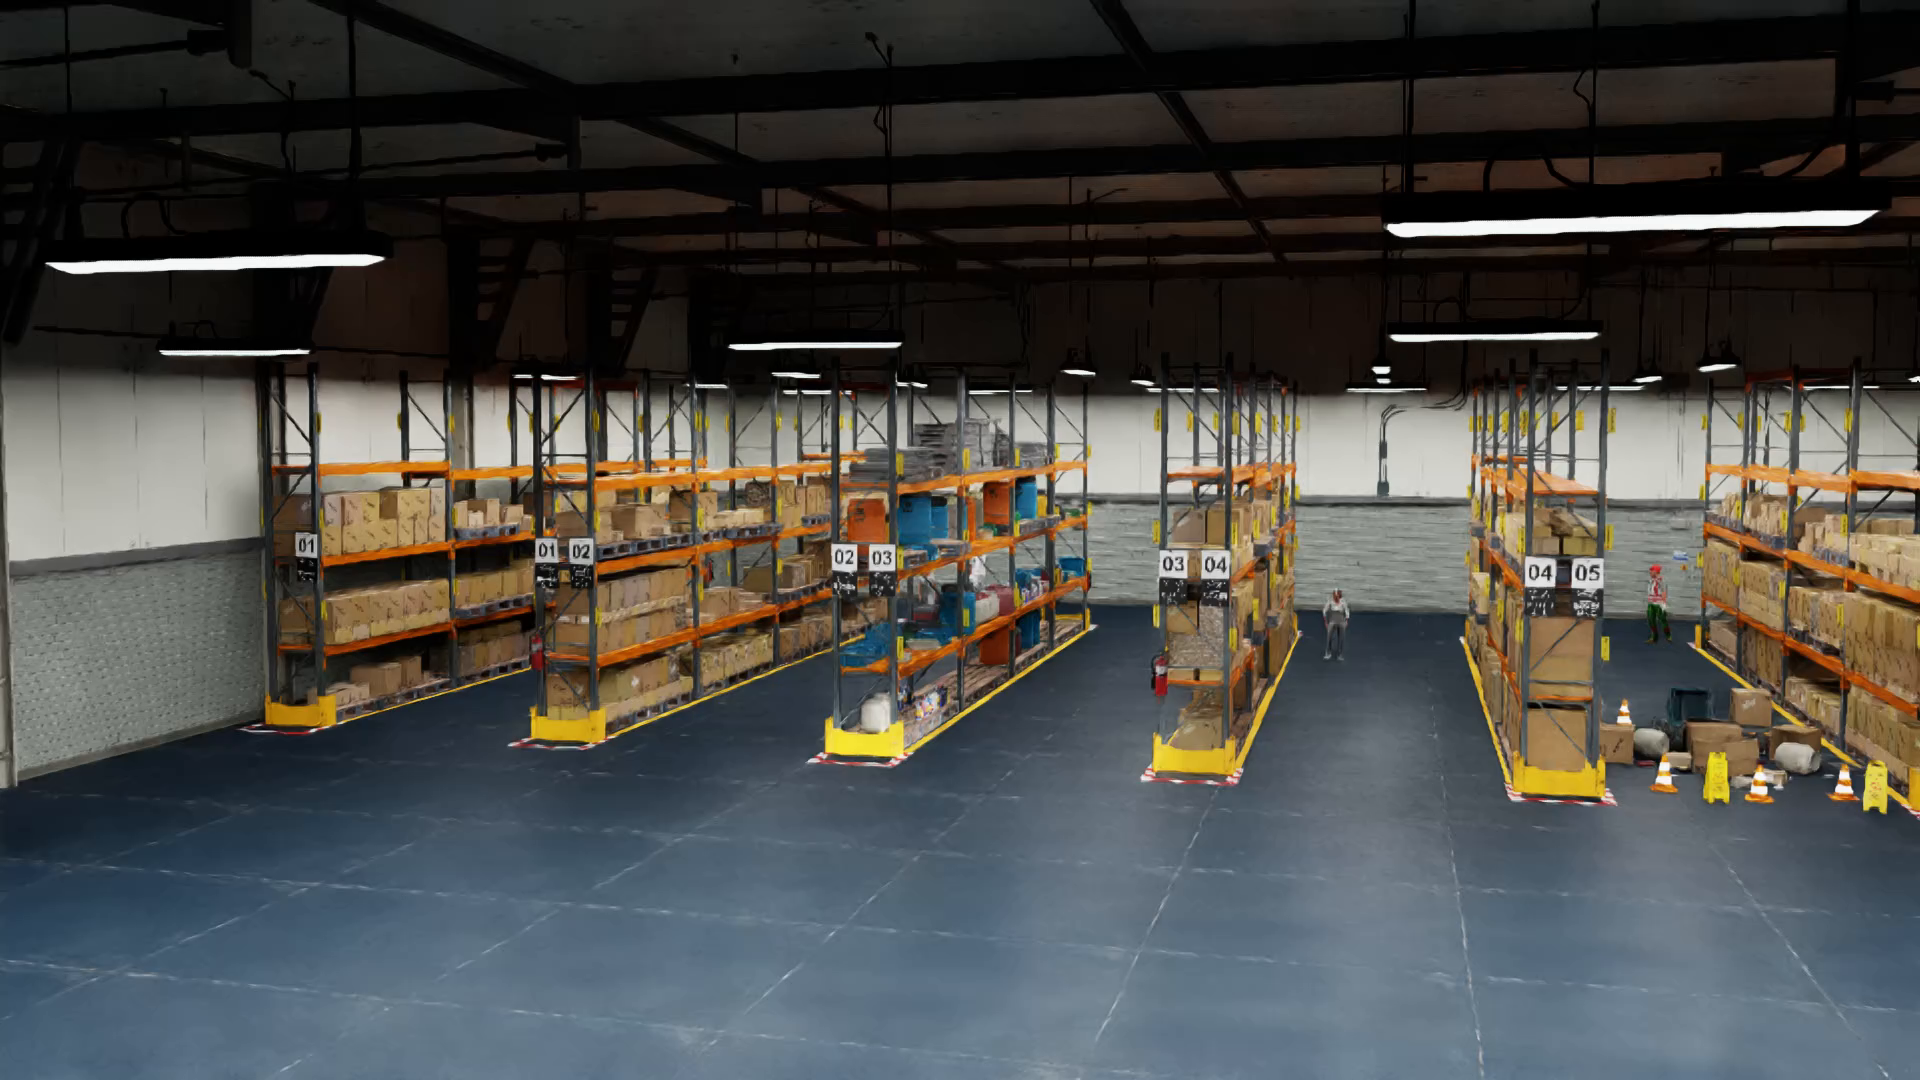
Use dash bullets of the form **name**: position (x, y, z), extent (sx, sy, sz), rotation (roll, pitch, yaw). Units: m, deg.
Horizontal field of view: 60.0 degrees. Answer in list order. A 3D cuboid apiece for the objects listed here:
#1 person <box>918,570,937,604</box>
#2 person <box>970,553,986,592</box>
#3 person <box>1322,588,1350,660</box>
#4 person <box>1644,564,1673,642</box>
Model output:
- **person**: position (-0.809, 1.337, 40.589), extent (0.445, 1.590, 1.110), rotation (1, 4, 17)
- **person**: position (0.407, 0.948, 44.888), extent (0.714, 1.772, 0.467), rotation (-3, 5, -40)
- **person**: position (7.930, 1.772, 35.084), extent (0.566, 1.541, 0.519), rotation (1, 4, 11)
- **person**: position (15.985, 1.447, 38.032), extent (0.553, 1.781, 0.646), rotation (-1, 4, -15)
